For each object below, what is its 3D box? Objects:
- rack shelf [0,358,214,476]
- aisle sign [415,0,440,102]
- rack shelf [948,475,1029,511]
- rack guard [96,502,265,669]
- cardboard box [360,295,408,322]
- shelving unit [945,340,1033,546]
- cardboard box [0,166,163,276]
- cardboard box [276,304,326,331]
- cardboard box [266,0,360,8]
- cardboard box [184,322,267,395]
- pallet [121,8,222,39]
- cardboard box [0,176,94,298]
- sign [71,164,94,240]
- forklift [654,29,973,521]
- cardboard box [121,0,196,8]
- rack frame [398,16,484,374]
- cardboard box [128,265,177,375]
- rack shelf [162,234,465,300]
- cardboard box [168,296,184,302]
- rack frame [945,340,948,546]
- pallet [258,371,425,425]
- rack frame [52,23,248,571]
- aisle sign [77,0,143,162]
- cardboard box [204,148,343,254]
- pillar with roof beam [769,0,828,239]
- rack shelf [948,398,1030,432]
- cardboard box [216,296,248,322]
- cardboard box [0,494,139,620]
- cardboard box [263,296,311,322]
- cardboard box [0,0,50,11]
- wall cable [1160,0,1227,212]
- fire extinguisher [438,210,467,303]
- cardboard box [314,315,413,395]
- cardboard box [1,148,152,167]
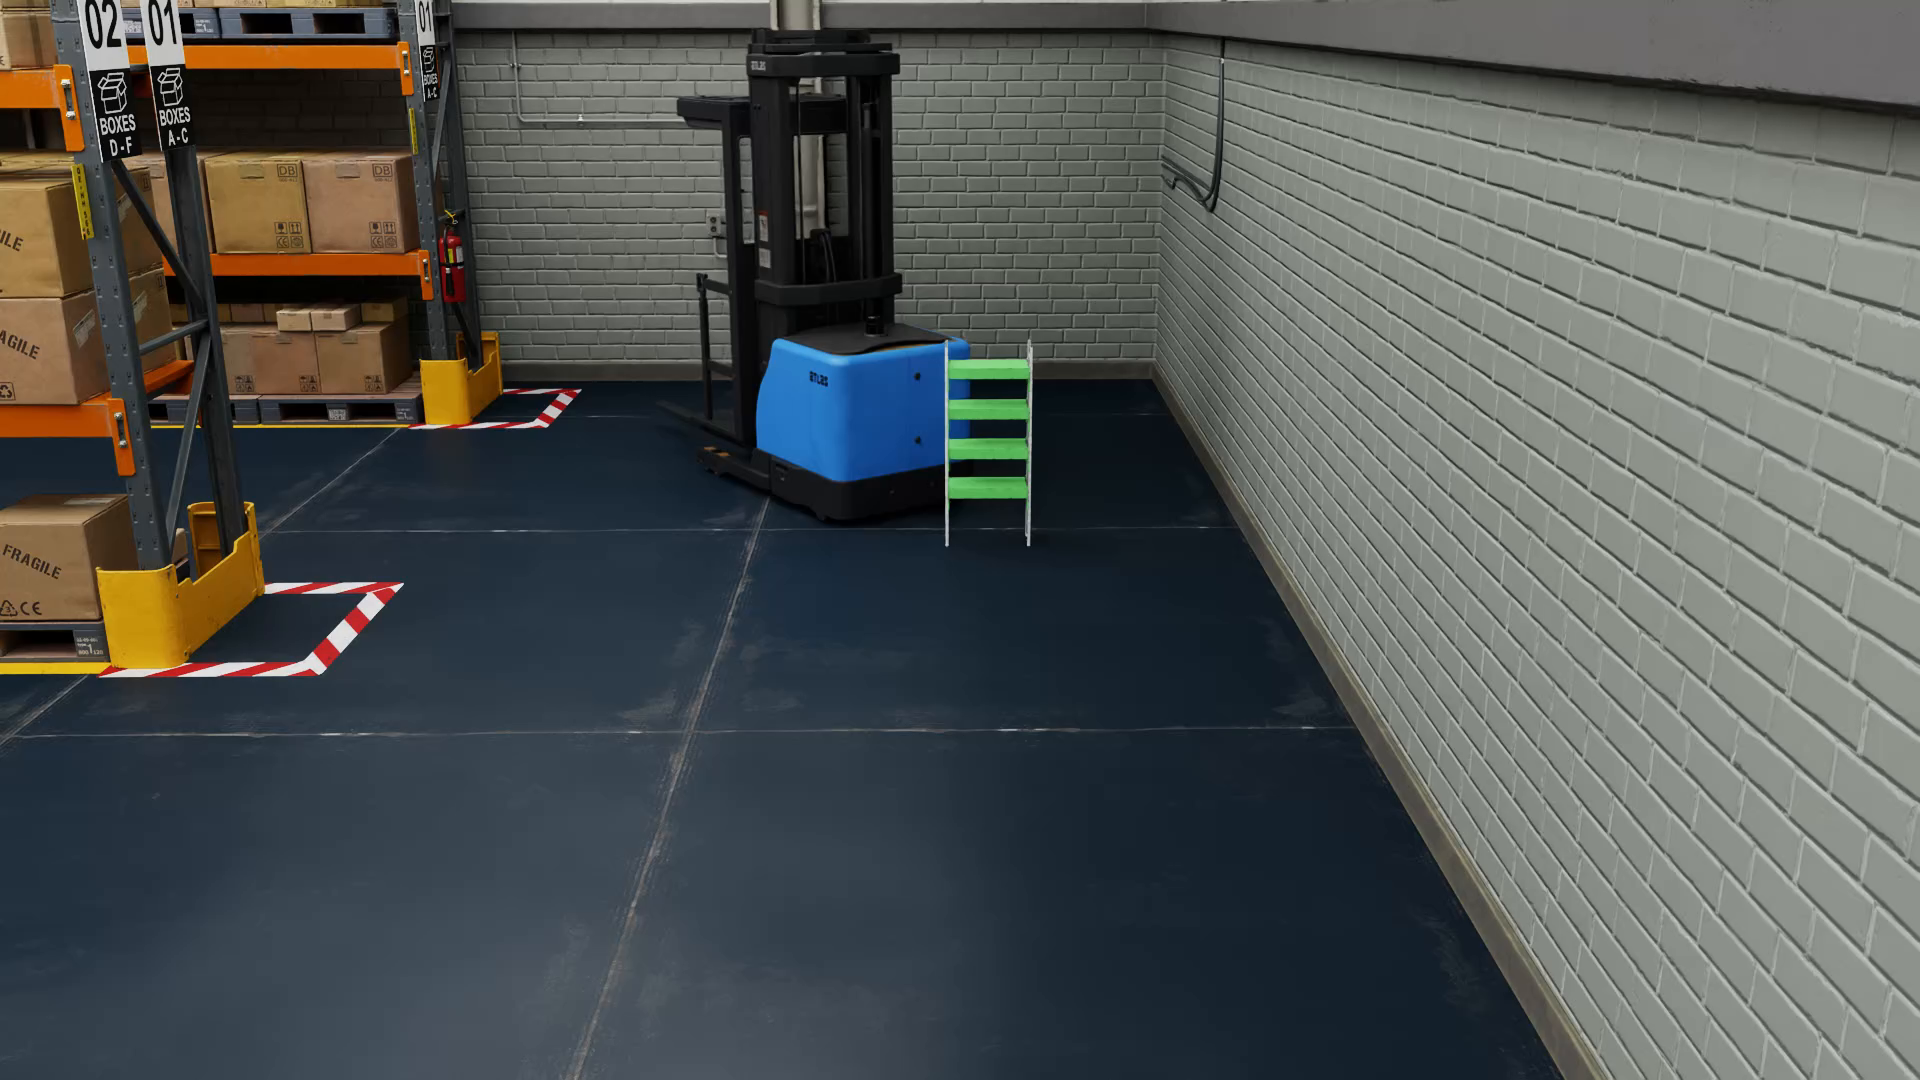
[{"bbox_3d":[-5.912,-0.628,8.272,4.000,0.370,1.077,0,18,-1],"label":"rack shelf"},{"bbox_3d":[-3.918,-3.640,12.227,0.004,0.787,0.394,0,18,-1],"label":"aisle sign"},{"bbox_3d":[0.166,-0.283,9.960,0.480,0.148,0.258,0,18,-1],"label":"rack shelf"},{"bbox_3d":[-3.988,0.210,8.573,0.348,0.500,1.175,0,18,-1],"label":"rack guard"},{"bbox_3d":[-4.571,-1.839,13.214,0.250,0.149,0.380,0,18,0],"label":"cardboard box"},{"bbox_3d":[0.166,-0.572,9.867,0.503,1.200,0.258,0,18,-1],"label":"shelving unit"},{"bbox_3d":[-4.360,-1.582,8.269,0.500,0.500,0.500,0,18,1],"label":"cardboard box"},{"bbox_3d":[-5.074,-1.720,12.842,0.250,0.149,0.380,0,18,1],"label":"cardboard box"},{"bbox_3d":[-4.722,-4.013,12.130,0.500,0.250,0.500,0,18,1],"label":"cardboard box"},{"bbox_3d":[-5.696,-1.464,13.105,0.500,0.500,0.700,-1,18,-3],"label":"cardboard box"},{"bbox_3d":[-5.959,-3.866,12.422,1.213,0.211,1.003,0,18,-1],"label":"pallet"},{"bbox_3d":[-4.353,-1.418,7.756,0.500,0.500,0.500,0,18,-1],"label":"cardboard box"},{"bbox_3d":[-3.924,-1.512,7.439,0.005,0.325,0.100,0,18,-1],"label":"sign"},{"bbox_3d":[-1.175,-1.907,11.194,1.130,2.935,3.031,-12,21,-33],"label":"forklift"},{"bbox_3d":[-5.763,-4.006,12.109,0.500,0.250,0.500,-1,18,-3],"label":"cardboard box"},{"bbox_3d":[-3.994,-2.493,12.909,0.127,3.000,1.000,0,18,-1],"label":"rack frame"},{"bbox_3d":[-4.360,-1.106,8.422,0.500,0.500,0.500,0,18,0],"label":"cardboard box"},{"bbox_3d":[-5.994,-2.141,12.989,4.000,0.370,1.077,0,18,-1],"label":"rack shelf"},{"bbox_3d":[-6.350,-1.830,13.185,0.250,0.149,0.380,0,18,0],"label":"cardboard box"},{"bbox_3d":[-0.078,-0.571,9.863,0.015,1.200,0.240,0,18,-1],"label":"rack frame"},{"bbox_3d":[-4.793,-1.138,13.248,1.213,0.211,1.003,0,18,-1],"label":"pallet"},{"bbox_3d":[-3.912,-0.980,8.192,0.127,3.000,1.000,0,18,-1],"label":"rack frame"},{"bbox_3d":[-3.839,-2.125,7.505,0.004,0.787,0.394,0,18,-1],"label":"aisle sign"},{"bbox_3d":[-5.231,-2.624,12.824,0.700,0.700,0.980,0,18,-1],"label":"cardboard box"},{"bbox_3d":[-1.240,-4.312,8.758,0.400,9.000,9.100,0,18,-1],"label":"pillar with roof beam"},{"bbox_3d":[0.166,-0.740,9.813,0.480,0.148,0.258,0,18,-1],"label":"rack shelf"},{"bbox_3d":[-5.838,-1.833,13.193,0.250,0.149,0.380,0,18,0],"label":"cardboard box"},{"bbox_3d":[-4.452,0.078,8.264,0.500,0.500,0.500,0,18,-1],"label":"cardboard box"},{"bbox_3d":[-5.328,-1.836,13.202,0.250,0.149,0.380,0,18,0],"label":"cardboard box"},{"bbox_3d":[-4.422,-2.495,7.430,0.500,0.250,0.500,0,18,-1],"label":"cardboard box"},{"bbox_3d":[1.667,-3.789,12.211,0.112,2.526,3.097,0,18,-1],"label":"wall cable"},{"bbox_3d":[-3.836,-2.139,12.540,0.183,0.674,0.296,0,18,-1],"label":"fire extinguisher"},{"bbox_3d":[-4.693,-1.469,13.121,0.500,0.500,0.700,0,18,-1],"label":"cardboard box"},{"bbox_3d":[-6.721,-2.616,12.801,0.700,0.700,0.980,-1,18,-2],"label":"cardboard box"}]
